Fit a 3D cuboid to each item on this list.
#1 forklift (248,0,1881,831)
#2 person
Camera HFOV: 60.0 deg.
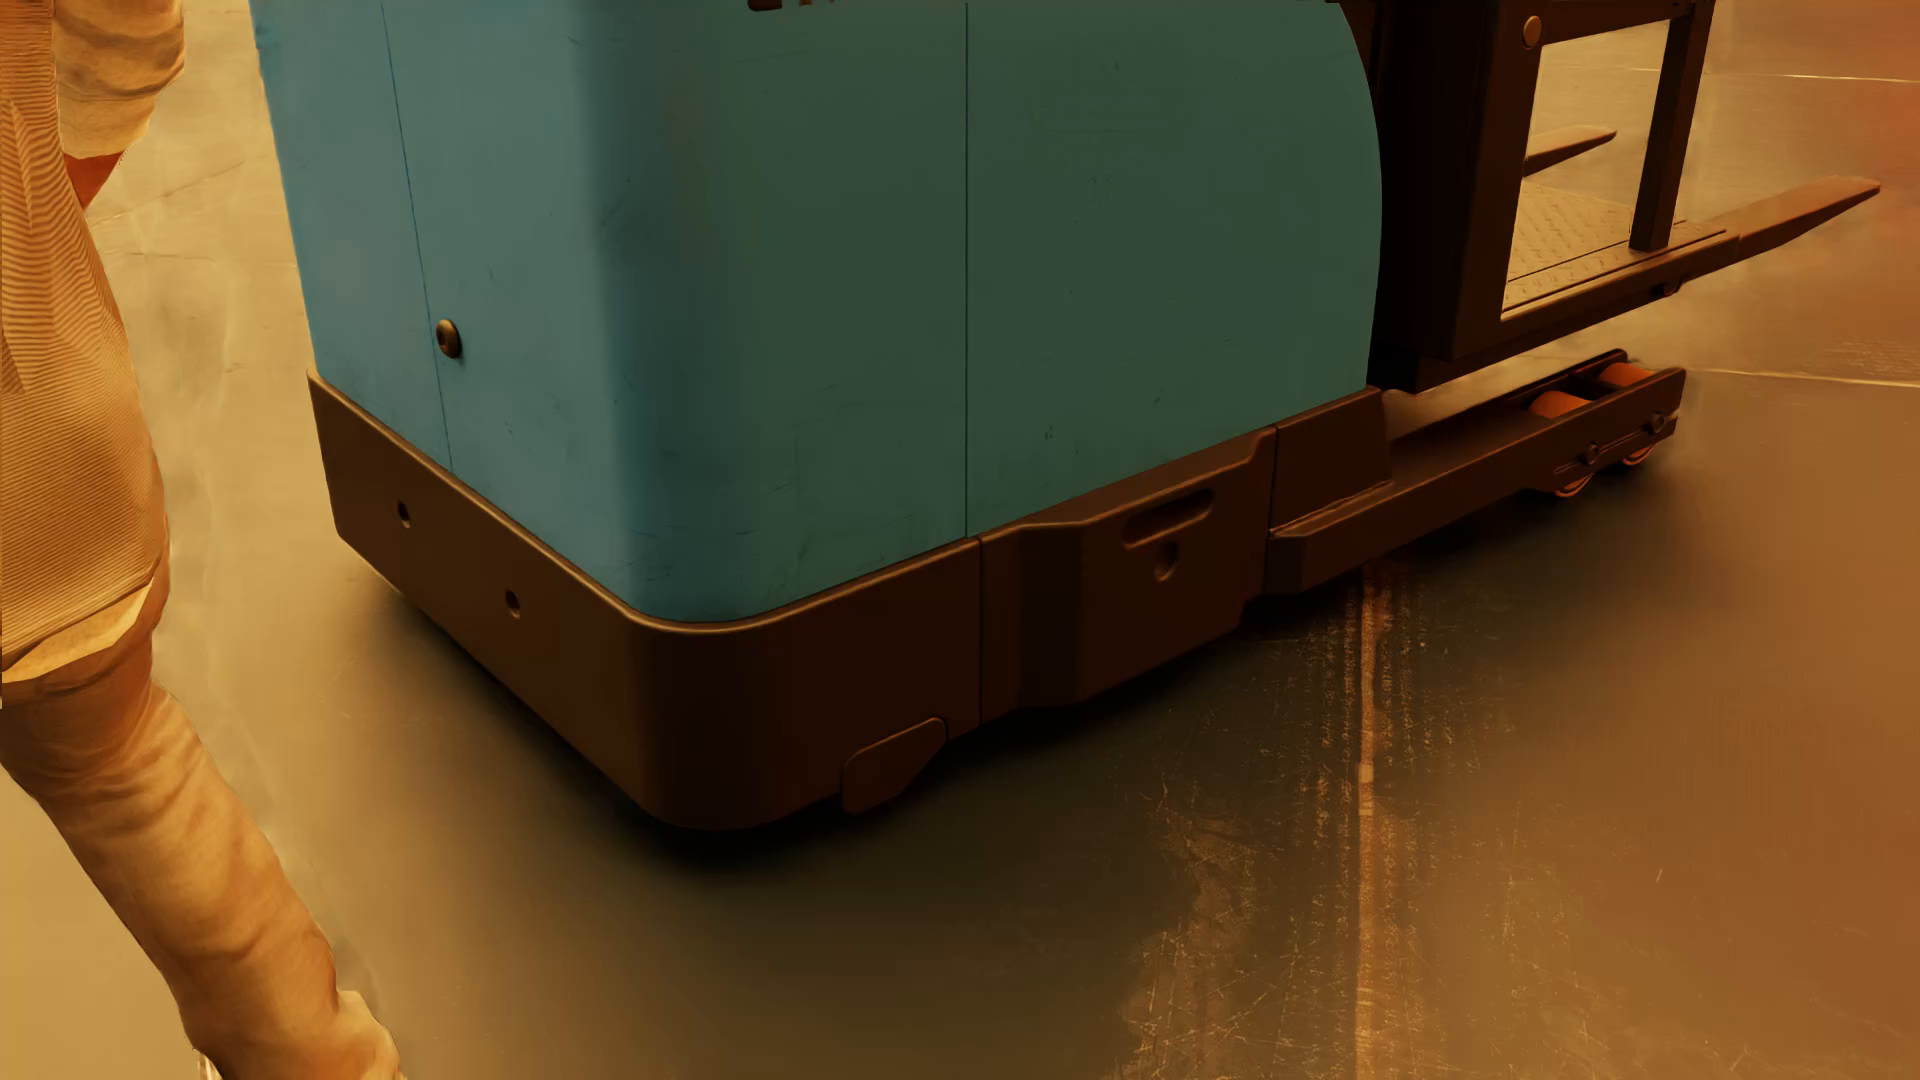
[{"bbox_3d":[0.559,-1.538,2.295,3.031,2.935,1.130,-21,33,-35],"label":"forklift"},{"bbox_3d":[-0.656,-0.035,0.933,0.494,1.447,0.629,14,30,26],"label":"person"}]
